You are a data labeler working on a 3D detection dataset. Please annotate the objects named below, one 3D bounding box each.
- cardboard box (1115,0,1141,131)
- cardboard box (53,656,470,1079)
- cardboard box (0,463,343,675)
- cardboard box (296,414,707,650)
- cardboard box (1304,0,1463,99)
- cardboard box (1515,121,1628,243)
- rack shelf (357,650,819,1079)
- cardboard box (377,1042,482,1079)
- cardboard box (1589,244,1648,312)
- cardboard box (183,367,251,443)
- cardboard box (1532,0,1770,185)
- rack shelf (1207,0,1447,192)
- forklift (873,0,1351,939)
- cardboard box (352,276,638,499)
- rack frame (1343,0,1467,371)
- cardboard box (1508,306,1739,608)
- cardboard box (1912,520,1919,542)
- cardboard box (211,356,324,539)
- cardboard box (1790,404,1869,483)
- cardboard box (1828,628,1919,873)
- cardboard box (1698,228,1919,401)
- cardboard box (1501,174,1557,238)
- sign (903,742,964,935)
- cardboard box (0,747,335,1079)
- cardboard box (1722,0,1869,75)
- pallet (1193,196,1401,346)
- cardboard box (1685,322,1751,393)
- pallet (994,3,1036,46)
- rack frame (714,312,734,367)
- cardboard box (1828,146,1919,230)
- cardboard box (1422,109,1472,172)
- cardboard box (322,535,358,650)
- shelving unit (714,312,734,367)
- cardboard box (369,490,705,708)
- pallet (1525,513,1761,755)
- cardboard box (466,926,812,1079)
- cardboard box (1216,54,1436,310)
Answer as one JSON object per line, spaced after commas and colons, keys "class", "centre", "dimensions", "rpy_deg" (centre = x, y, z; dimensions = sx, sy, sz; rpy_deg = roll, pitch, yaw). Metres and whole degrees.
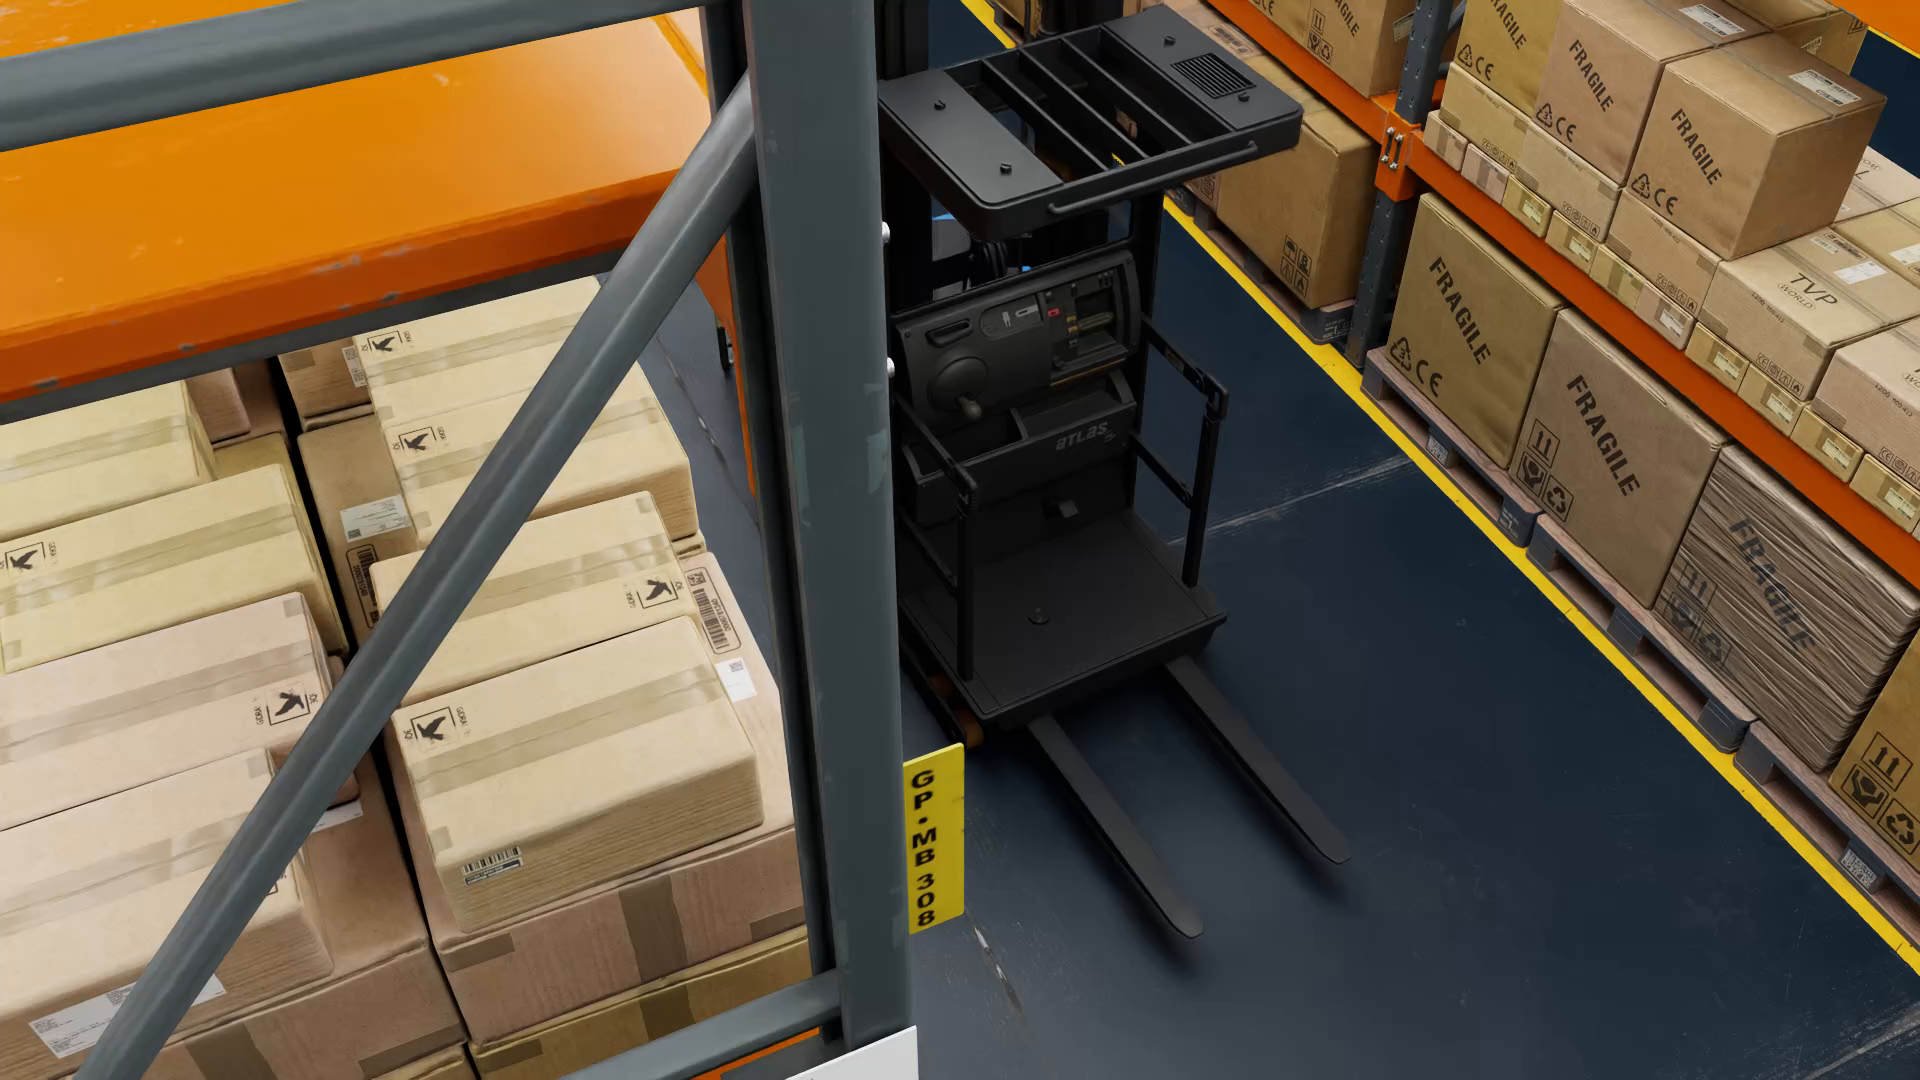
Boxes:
{"class": "cardboard box", "centre": [1.284, -2.989, 9.226], "dimensions": [1.225, 0.875, 0.875], "rpy_deg": [-18, 47, -17]}
{"class": "cardboard box", "centre": [-0.959, 0.476, 2.116], "dimensions": [0.500, 0.250, 0.500], "rpy_deg": [-19, 48, -19]}
{"class": "cardboard box", "centre": [-1.064, 0.078, 2.236], "dimensions": [0.380, 0.149, 0.250], "rpy_deg": [-19, 48, -19]}
{"class": "cardboard box", "centre": [-0.703, 0.005, 2.593], "dimensions": [0.500, 0.250, 0.500], "rpy_deg": [-19, 48, -18]}
{"class": "cardboard box", "centre": [1.882, -2.316, 7.259], "dimensions": [0.500, 0.500, 0.500], "rpy_deg": [-18, 47, -17]}
{"class": "cardboard box", "centre": [2.491, -1.420, 6.318], "dimensions": [0.500, 0.250, 0.500], "rpy_deg": [-18, 47, -18]}
{"class": "rack shelf", "centre": [-1.375, -0.200, 3.562], "dimensions": [1.077, 0.370, 4.000], "rpy_deg": [-18, 47, -17]}
{"class": "cardboard box", "centre": [-0.965, 0.660, 2.285], "dimensions": [0.500, 0.250, 0.500], "rpy_deg": [-19, 48, -18]}
{"class": "cardboard box", "centre": [2.591, -1.022, 6.198], "dimensions": [0.380, 0.149, 0.250], "rpy_deg": [-19, 48, -18]}
{"class": "cardboard box", "centre": [-1.325, -0.238, 2.556], "dimensions": [0.380, 0.149, 0.250], "rpy_deg": [-19, 48, -18]}
{"class": "cardboard box", "centre": [2.496, -1.686, 6.053], "dimensions": [0.500, 0.500, 0.500], "rpy_deg": [-18, 47, -17]}
{"class": "rack shelf", "centre": [1.486, -3.082, 8.618], "dimensions": [1.077, 0.370, 4.000], "rpy_deg": [-18, 47, -17]}
{"class": "forklift", "centre": [0.325, -0.617, 5.658], "dimensions": [1.130, 2.935, 3.031], "rpy_deg": [-21, 48, -20]}
{"class": "cardboard box", "centre": [-0.704, -0.239, 2.557], "dimensions": [0.380, 0.149, 0.250], "rpy_deg": [-17, 47, -17]}
{"class": "rack frame", "centre": [2.327, -2.063, 7.074], "dimensions": [1.000, 3.000, 0.127], "rpy_deg": [-18, 47, -17]}
{"class": "cardboard box", "centre": [2.910, -0.439, 6.641], "dimensions": [0.875, 0.875, 0.875], "rpy_deg": [-18, 47, -17]}
{"class": "cardboard box", "centre": [3.240, -0.040, 5.202], "dimensions": [0.380, 0.149, 0.250], "rpy_deg": [-17, 47, -17]}
{"class": "cardboard box", "centre": [-1.388, -0.177, 2.778], "dimensions": [0.500, 0.250, 0.500], "rpy_deg": [-17, 47, -17]}
{"class": "cardboard box", "centre": [3.020, -0.370, 5.537], "dimensions": [0.380, 0.149, 0.250], "rpy_deg": [-18, 47, -17]}
{"class": "cardboard box", "centre": [3.667, 0.709, 5.479], "dimensions": [0.875, 0.875, 0.875], "rpy_deg": [-18, 47, -17]}
{"class": "cardboard box", "centre": [2.914, -0.775, 5.664], "dimensions": [0.500, 0.250, 0.500], "rpy_deg": [-18, 47, -17]}
{"class": "cardboard box", "centre": [2.371, -1.352, 6.532], "dimensions": [0.380, 0.149, 0.250], "rpy_deg": [-17, 47, -16]}
{"class": "sign", "centre": [-0.042, 0.347, 1.873], "dimensions": [0.100, 0.325, 0.005], "rpy_deg": [-18, 47, -17]}
{"class": "cardboard box", "centre": [-0.940, 0.427, 1.882], "dimensions": [0.380, 0.149, 0.250], "rpy_deg": [-18, 48, -18]}
{"class": "cardboard box", "centre": [2.970, -1.848, 6.217], "dimensions": [0.500, 0.500, 0.500], "rpy_deg": [-18, 47, -17]}
{"class": "pallet", "centre": [1.934, -1.540, 8.529], "dimensions": [1.003, 0.211, 1.213], "rpy_deg": [-18, 47, -17]}
{"class": "cardboard box", "centre": [2.806, -0.694, 5.865], "dimensions": [0.380, 0.149, 0.250], "rpy_deg": [-19, 48, -19]}
{"class": "pallet", "centre": [0.908, -3.095, 10.105], "dimensions": [1.003, 0.211, 1.213], "rpy_deg": [-18, 47, -17]}
{"class": "rack frame", "centre": [-0.975, -1.448, 7.518], "dimensions": [0.400, 1.500, 0.023], "rpy_deg": [-26, 50, -24]}
{"class": "cardboard box", "centre": [3.185, -1.257, 6.153], "dimensions": [0.500, 0.250, 0.500], "rpy_deg": [-17, 47, -17]}
{"class": "cardboard box", "centre": [2.149, -1.687, 6.872], "dimensions": [0.380, 0.149, 0.250], "rpy_deg": [-18, 47, -17]}
{"class": "cardboard box", "centre": [-1.383, 0.017, 2.937], "dimensions": [0.500, 0.250, 0.500], "rpy_deg": [-16, 47, -16]}
{"class": "shelving unit", "centre": [-0.767, -1.236, 7.304], "dimensions": [0.431, 1.500, 0.755], "rpy_deg": [-26, 50, -24]}
{"class": "cardboard box", "centre": [-0.555, 0.111, 2.202], "dimensions": [0.380, 0.149, 0.250], "rpy_deg": [-16, 47, -16]}
{"class": "pallet", "centre": [3.092, 0.216, 6.750], "dimensions": [1.003, 0.211, 1.213], "rpy_deg": [-18, 47, -17]}
{"class": "cardboard box", "centre": [-0.491, 0.510, 2.437], "dimensions": [0.500, 0.250, 0.500], "rpy_deg": [-16, 47, -16]}
{"class": "cardboard box", "centre": [2.040, -1.858, 8.080], "dimensions": [1.225, 0.875, 0.875], "rpy_deg": [-18, 47, -17]}
